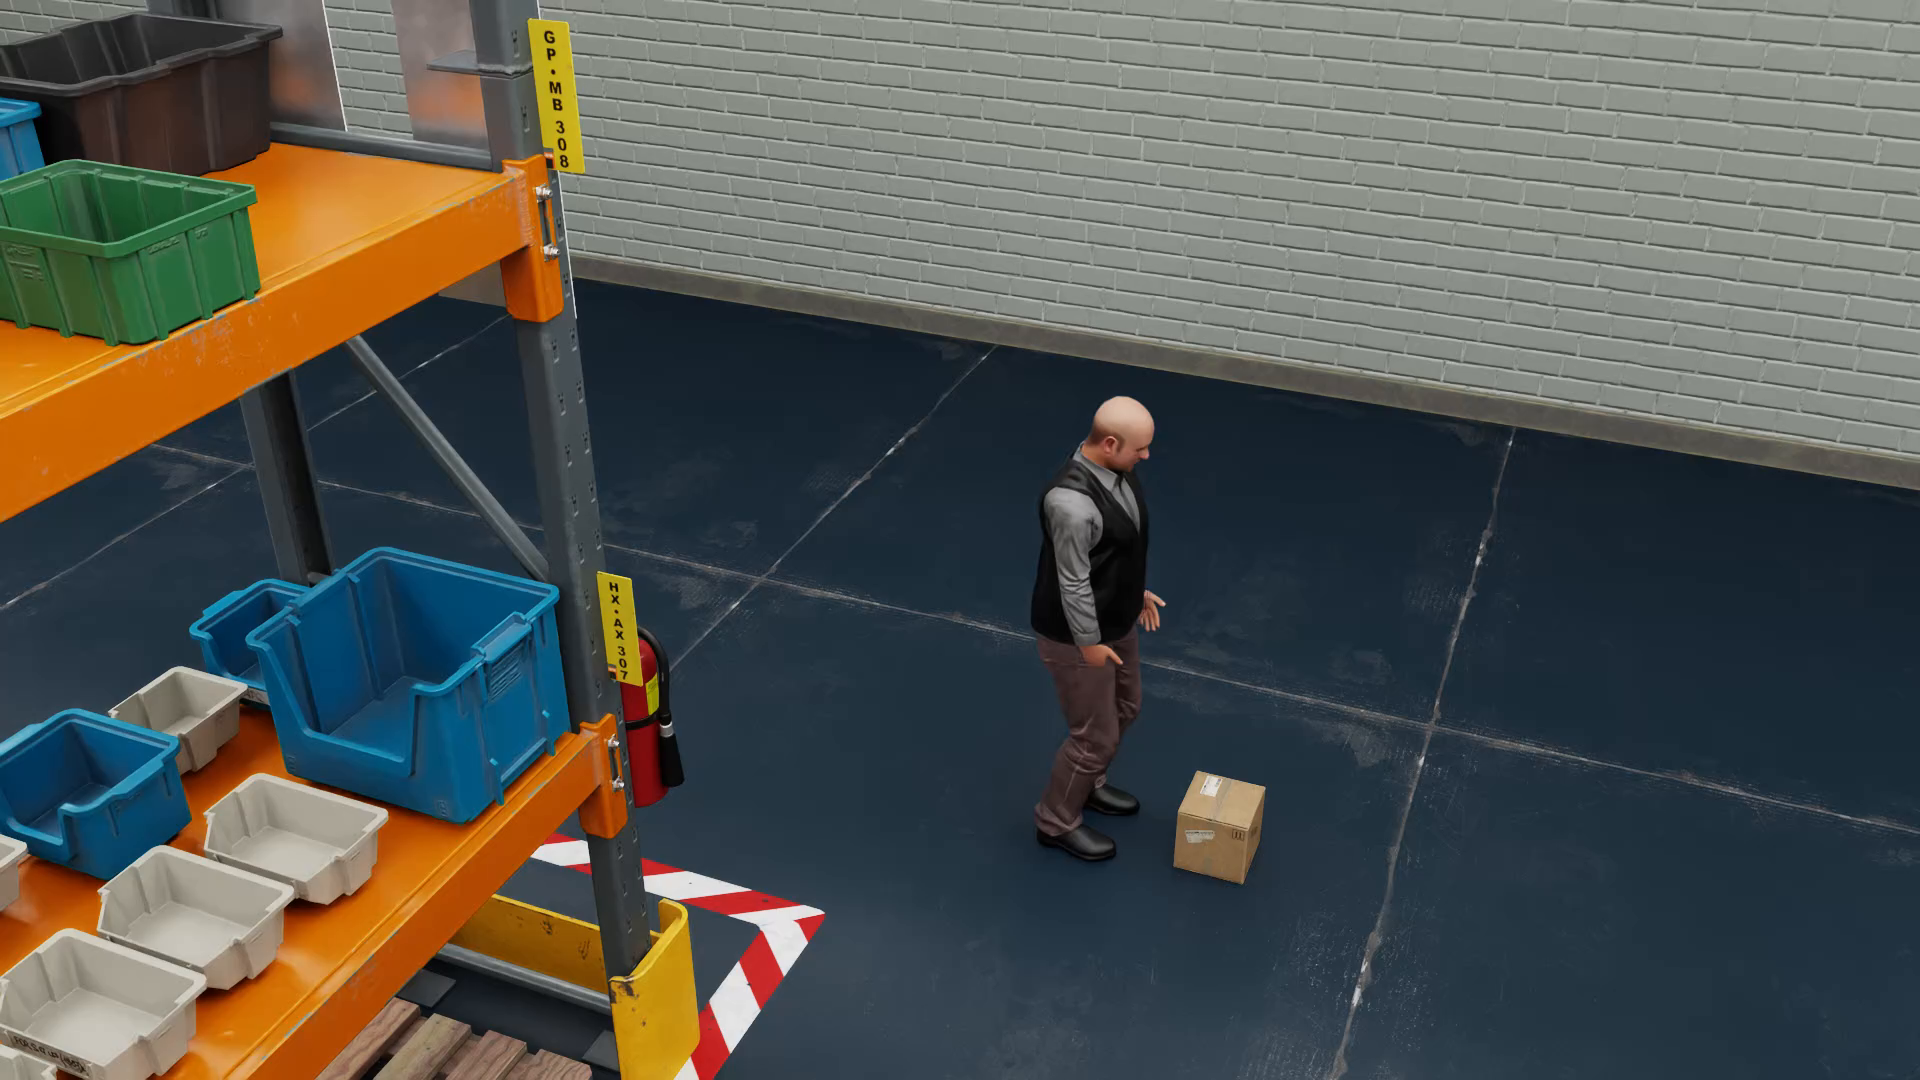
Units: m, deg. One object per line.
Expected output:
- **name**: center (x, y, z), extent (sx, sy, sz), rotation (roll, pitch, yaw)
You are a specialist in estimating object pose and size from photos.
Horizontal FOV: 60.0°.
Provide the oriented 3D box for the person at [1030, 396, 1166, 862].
- **person**: center (0.461, 0.282, 5.688), extent (0.385, 1.697, 0.546), rotation (12, 32, 20)
